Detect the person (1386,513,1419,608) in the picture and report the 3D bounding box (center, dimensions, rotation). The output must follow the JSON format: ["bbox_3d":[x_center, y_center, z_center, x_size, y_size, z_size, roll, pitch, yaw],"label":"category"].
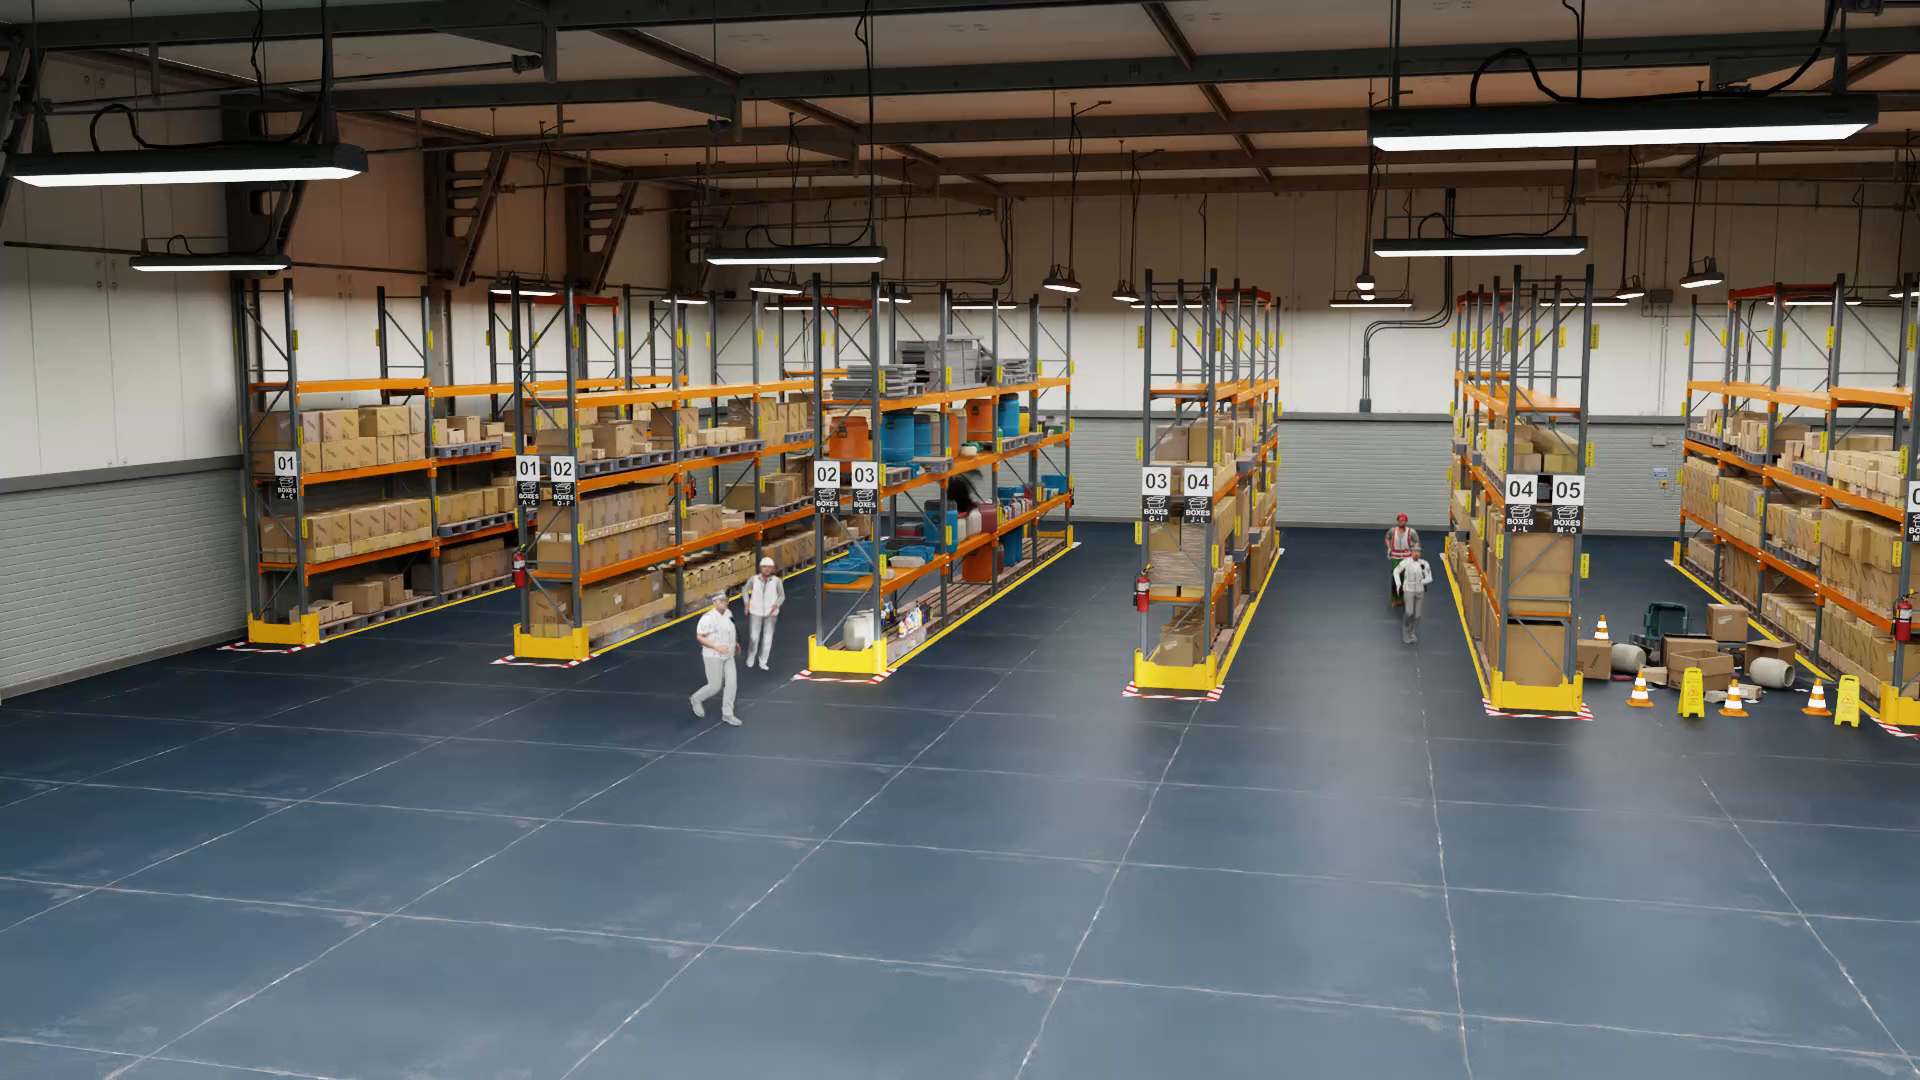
[{"bbox_3d":[8.298,0.392,31.216,0.620,1.806,0.709,2,7,15],"label":"person"}]

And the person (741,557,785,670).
[{"bbox_3d":[-3.014,1.127,25.259,0.597,1.743,0.607,-1,7,-7],"label":"person"}]

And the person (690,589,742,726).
[{"bbox_3d":[-3.187,1.521,21.861,0.794,1.786,0.689,5,9,38],"label":"person"}]

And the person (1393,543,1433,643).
[{"bbox_3d":[7.497,0.876,27.473,0.587,1.669,0.647,1,7,4],"label":"person"}]
